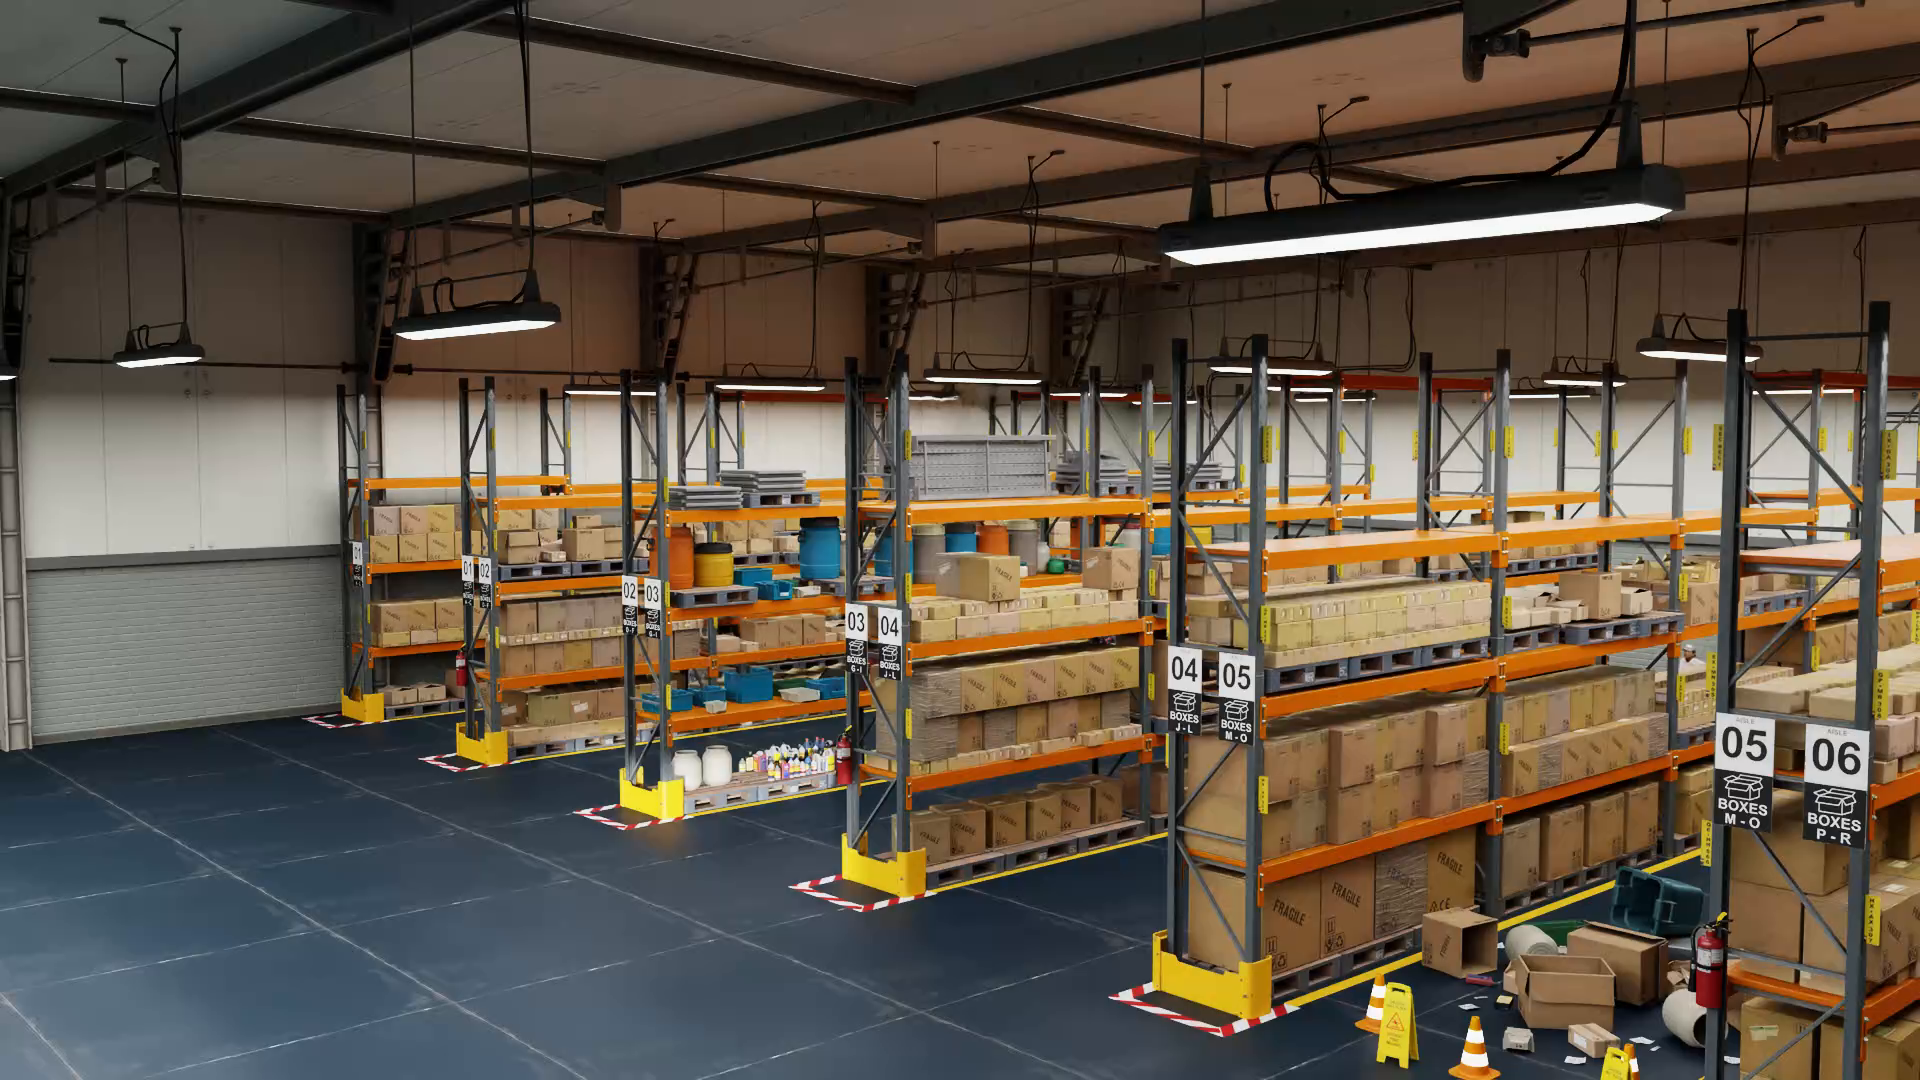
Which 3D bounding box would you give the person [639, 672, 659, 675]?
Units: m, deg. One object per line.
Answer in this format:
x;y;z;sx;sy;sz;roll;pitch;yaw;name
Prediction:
-5.669;2.285;30.797;0.729;1.737;0.627;3;5;42;person

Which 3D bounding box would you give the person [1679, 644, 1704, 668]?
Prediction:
12.023;2.551;27.425;0.643;1.669;0.579;-3;5;-41;person
